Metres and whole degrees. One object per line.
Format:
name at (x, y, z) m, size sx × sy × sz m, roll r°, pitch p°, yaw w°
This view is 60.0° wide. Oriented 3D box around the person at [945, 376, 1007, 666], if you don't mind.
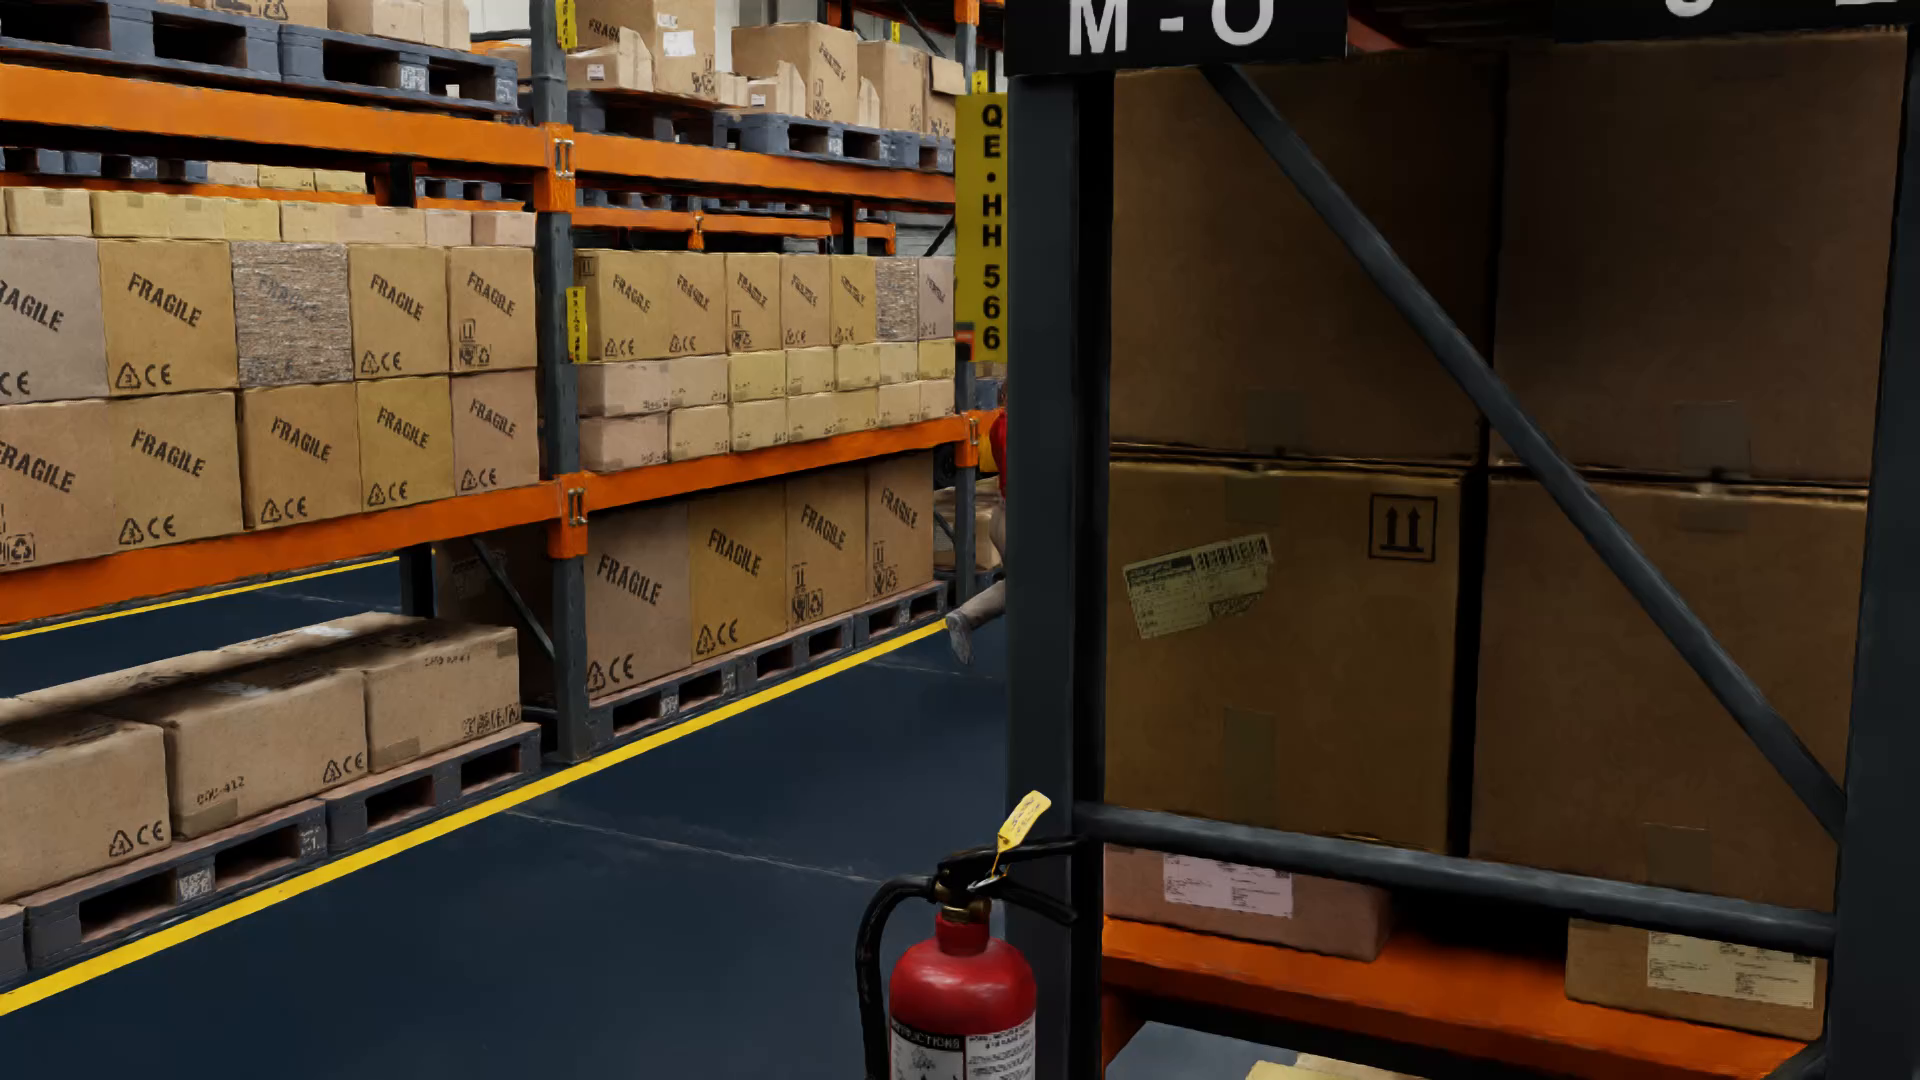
person at (0.303, -0.046, 8.793) m, size 0.715 × 1.688 × 0.606 m, roll -2°, pitch 9°, yaw -14°
